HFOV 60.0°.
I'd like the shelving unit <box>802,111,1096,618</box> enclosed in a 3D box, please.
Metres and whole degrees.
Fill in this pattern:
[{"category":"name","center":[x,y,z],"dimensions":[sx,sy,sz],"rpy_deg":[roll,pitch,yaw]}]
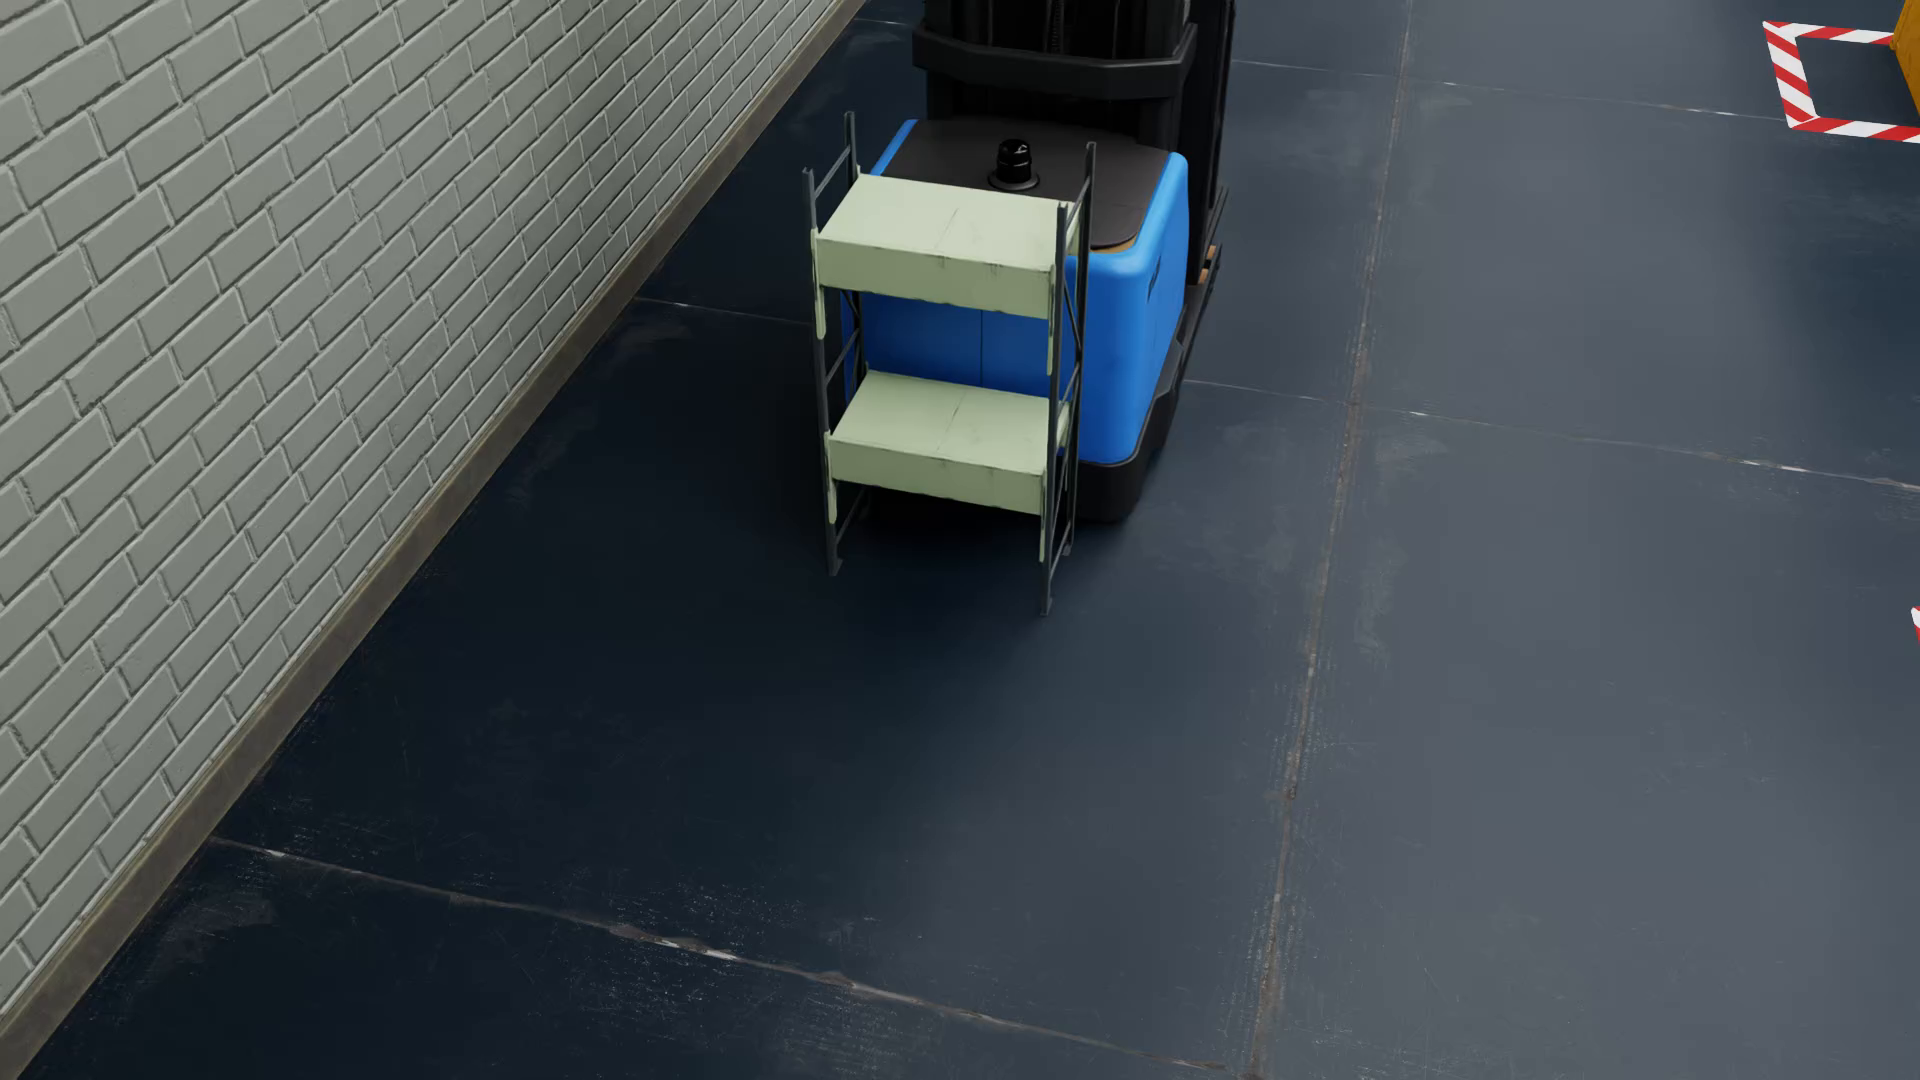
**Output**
[{"category":"shelving unit","center":[-0.025,-0.509,5.190],"dimensions":[0.755,1.500,0.431],"rpy_deg":[10,41,12]}]

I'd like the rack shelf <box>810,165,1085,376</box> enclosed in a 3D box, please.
[{"category":"rack shelf","center":[-0.025,-0.808,4.939],"dimensions":[0.720,0.370,0.431],"rpy_deg":[10,41,12]}]

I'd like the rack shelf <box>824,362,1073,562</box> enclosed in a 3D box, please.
[{"category":"rack shelf","center":[-0.025,-0.260,5.400],"dimensions":[0.720,0.370,0.431],"rpy_deg":[10,41,12]}]

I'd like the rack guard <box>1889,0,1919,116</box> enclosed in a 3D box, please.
[{"category":"rack guard","center":[5.008,-2.489,8.325],"dimensions":[0.348,0.500,1.175],"rpy_deg":[10,41,11]}]

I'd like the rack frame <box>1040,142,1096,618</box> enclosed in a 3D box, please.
[{"category":"rack frame","center":[0.327,-0.445,5.114],"dimensions":[0.023,1.500,0.400],"rpy_deg":[10,41,12]}]

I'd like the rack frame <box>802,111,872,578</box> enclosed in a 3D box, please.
[{"category":"rack frame","center":[-0.378,-0.573,5.266],"dimensions":[0.023,1.500,0.400],"rpy_deg":[10,41,12]}]

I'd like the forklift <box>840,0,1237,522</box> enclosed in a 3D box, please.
[{"category":"forklift","center":[0.478,-2.143,6.022],"dimensions":[1.130,2.935,3.031],"rpy_deg":[10,41,12]}]
